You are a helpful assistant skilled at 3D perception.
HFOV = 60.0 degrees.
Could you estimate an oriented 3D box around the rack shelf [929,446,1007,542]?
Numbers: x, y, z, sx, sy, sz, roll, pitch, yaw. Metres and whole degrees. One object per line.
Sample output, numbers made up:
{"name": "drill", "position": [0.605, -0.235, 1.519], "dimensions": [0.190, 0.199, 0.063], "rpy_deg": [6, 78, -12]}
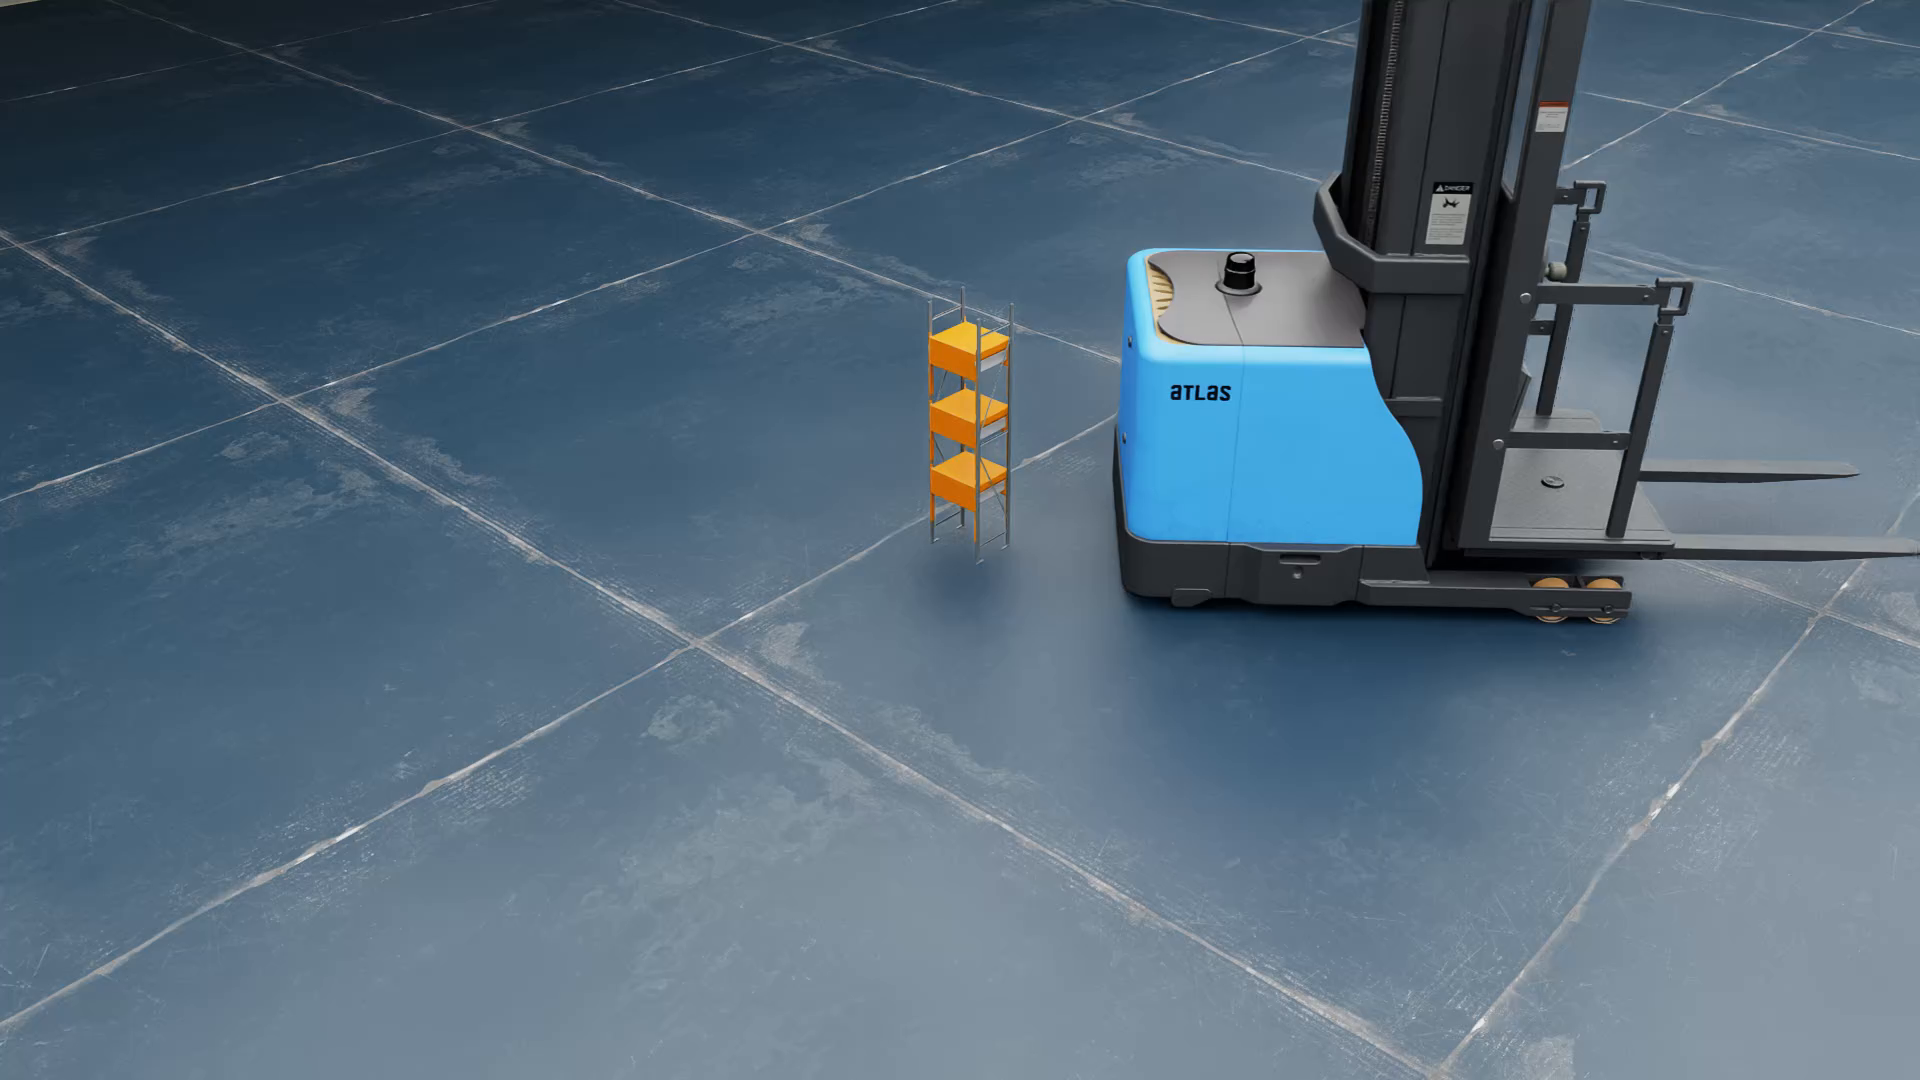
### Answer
{"name": "rack shelf", "position": [0.040, -0.184, 6.597], "dimensions": [0.240, 0.259, 0.215], "rpy_deg": [25, 39, 35]}

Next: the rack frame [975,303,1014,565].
{"name": "rack frame", "position": [0.130, -0.389, 6.378], "dimensions": [0.008, 1.050, 0.200], "rpy_deg": [25, 39, 35]}

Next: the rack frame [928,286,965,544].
{"name": "rack frame", "position": [-0.051, -0.473, 6.519], "dimensions": [0.008, 1.050, 0.200], "rpy_deg": [25, 39, 35]}

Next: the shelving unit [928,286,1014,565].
{"name": "shelving unit", "position": [0.040, -0.431, 6.448], "dimensions": [0.252, 1.050, 0.215], "rpy_deg": [25, 39, 35]}

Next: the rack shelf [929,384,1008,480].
{"name": "rack shelf", "position": [0.040, -0.422, 6.454], "dimensions": [0.240, 0.259, 0.215], "rpy_deg": [25, 39, 35]}

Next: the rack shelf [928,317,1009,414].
{"name": "rack shelf", "position": [0.040, -0.665, 6.308], "dimensions": [0.240, 0.259, 0.215], "rpy_deg": [25, 39, 35]}

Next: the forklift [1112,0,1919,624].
{"name": "forklift", "position": [2.146, -1.223, 5.940], "dimensions": [3.031, 2.935, 1.130], "rpy_deg": [1, 31, 2]}
